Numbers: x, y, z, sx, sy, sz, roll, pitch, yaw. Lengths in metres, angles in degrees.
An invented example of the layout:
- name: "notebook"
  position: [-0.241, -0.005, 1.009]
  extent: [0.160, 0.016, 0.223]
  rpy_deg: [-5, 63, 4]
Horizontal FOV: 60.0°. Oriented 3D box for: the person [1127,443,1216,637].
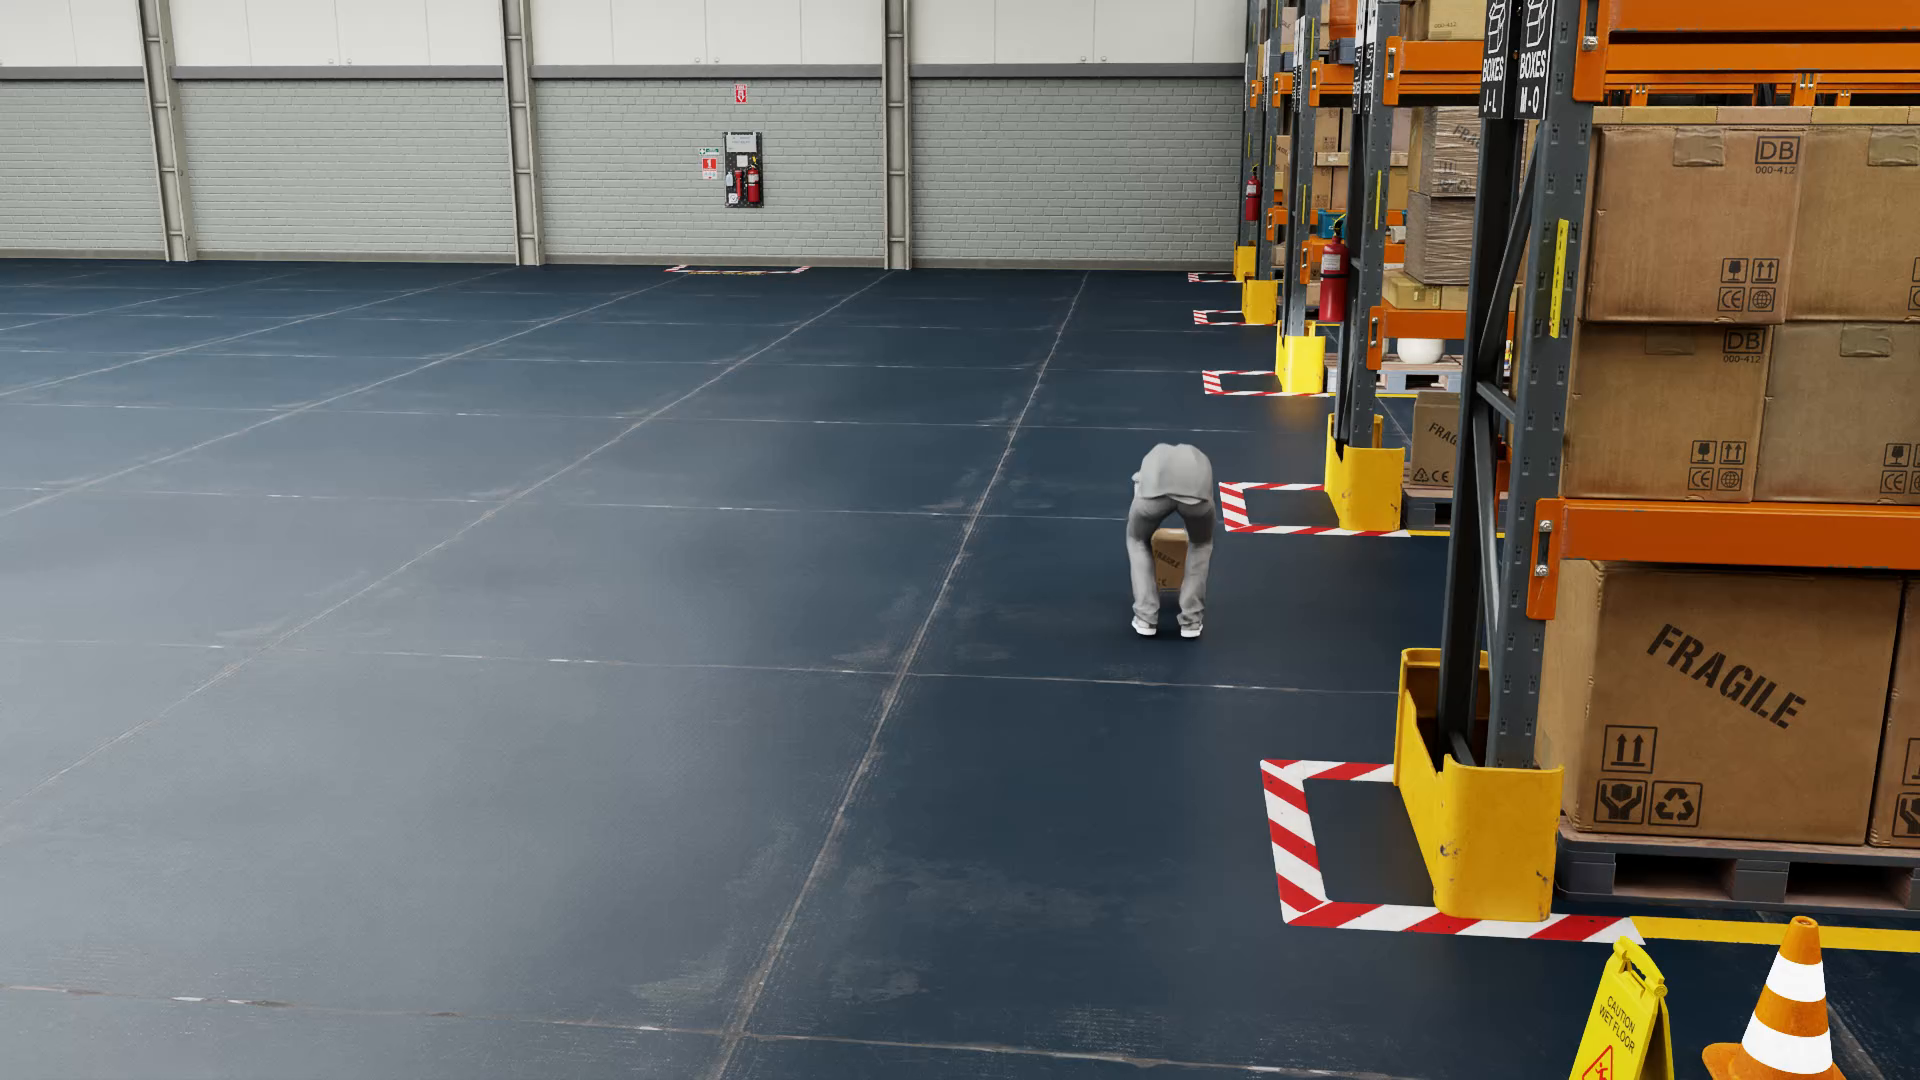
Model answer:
- name: "person"
  position: [1.012, -0.044, 8.039]
  extent: [0.416, 0.923, 0.861]
  rpy_deg: [1, 15, 4]
